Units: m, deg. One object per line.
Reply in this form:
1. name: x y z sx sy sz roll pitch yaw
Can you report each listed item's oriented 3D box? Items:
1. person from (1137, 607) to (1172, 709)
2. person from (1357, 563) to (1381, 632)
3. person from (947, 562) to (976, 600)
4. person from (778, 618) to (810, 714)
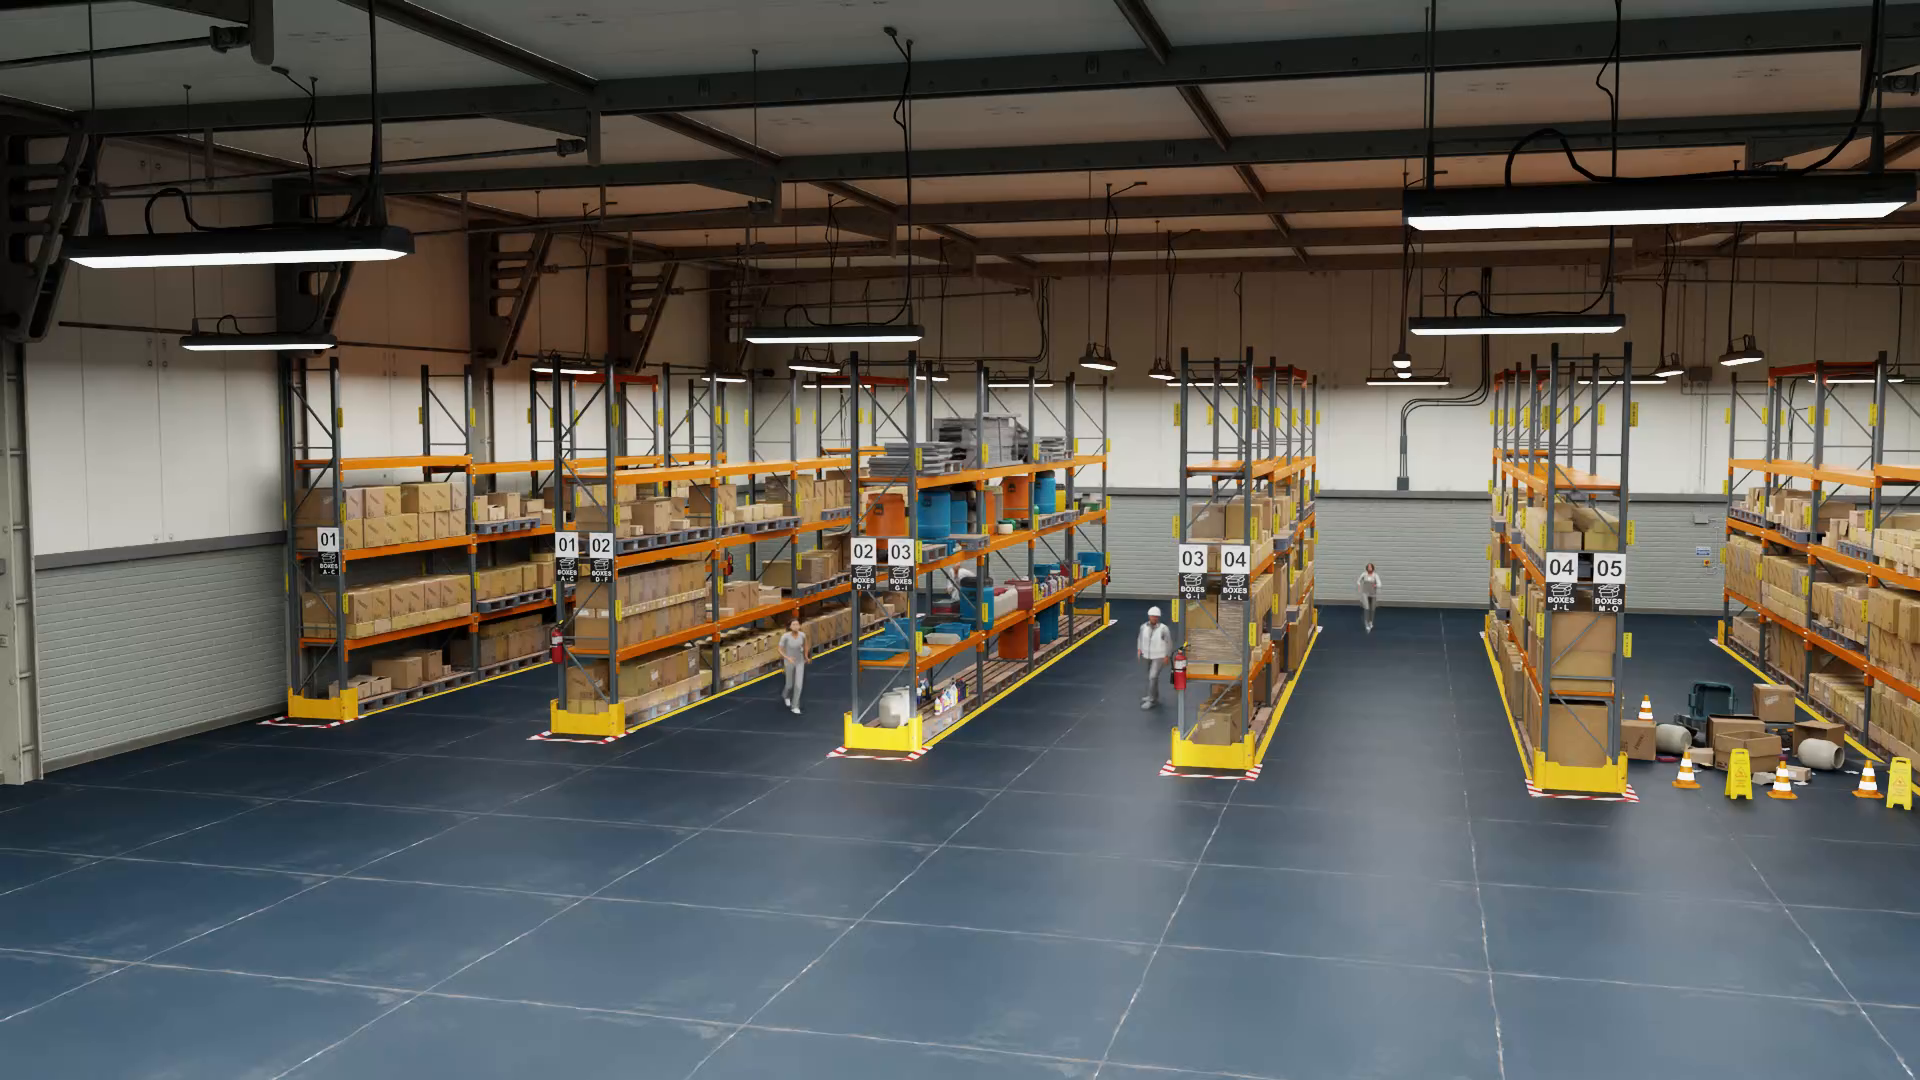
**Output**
1. person: 3.319 2.001 28.692 0.602 1.719 0.872 3 5 36
2. person: 9.577 1.326 38.901 0.524 1.592 0.888 1 4 7
3. person: 0.069 1.280 39.866 0.721 1.595 0.921 2 5 24
4. person: -2.859 2.116 28.351 0.560 1.625 0.809 -1 4 -18
